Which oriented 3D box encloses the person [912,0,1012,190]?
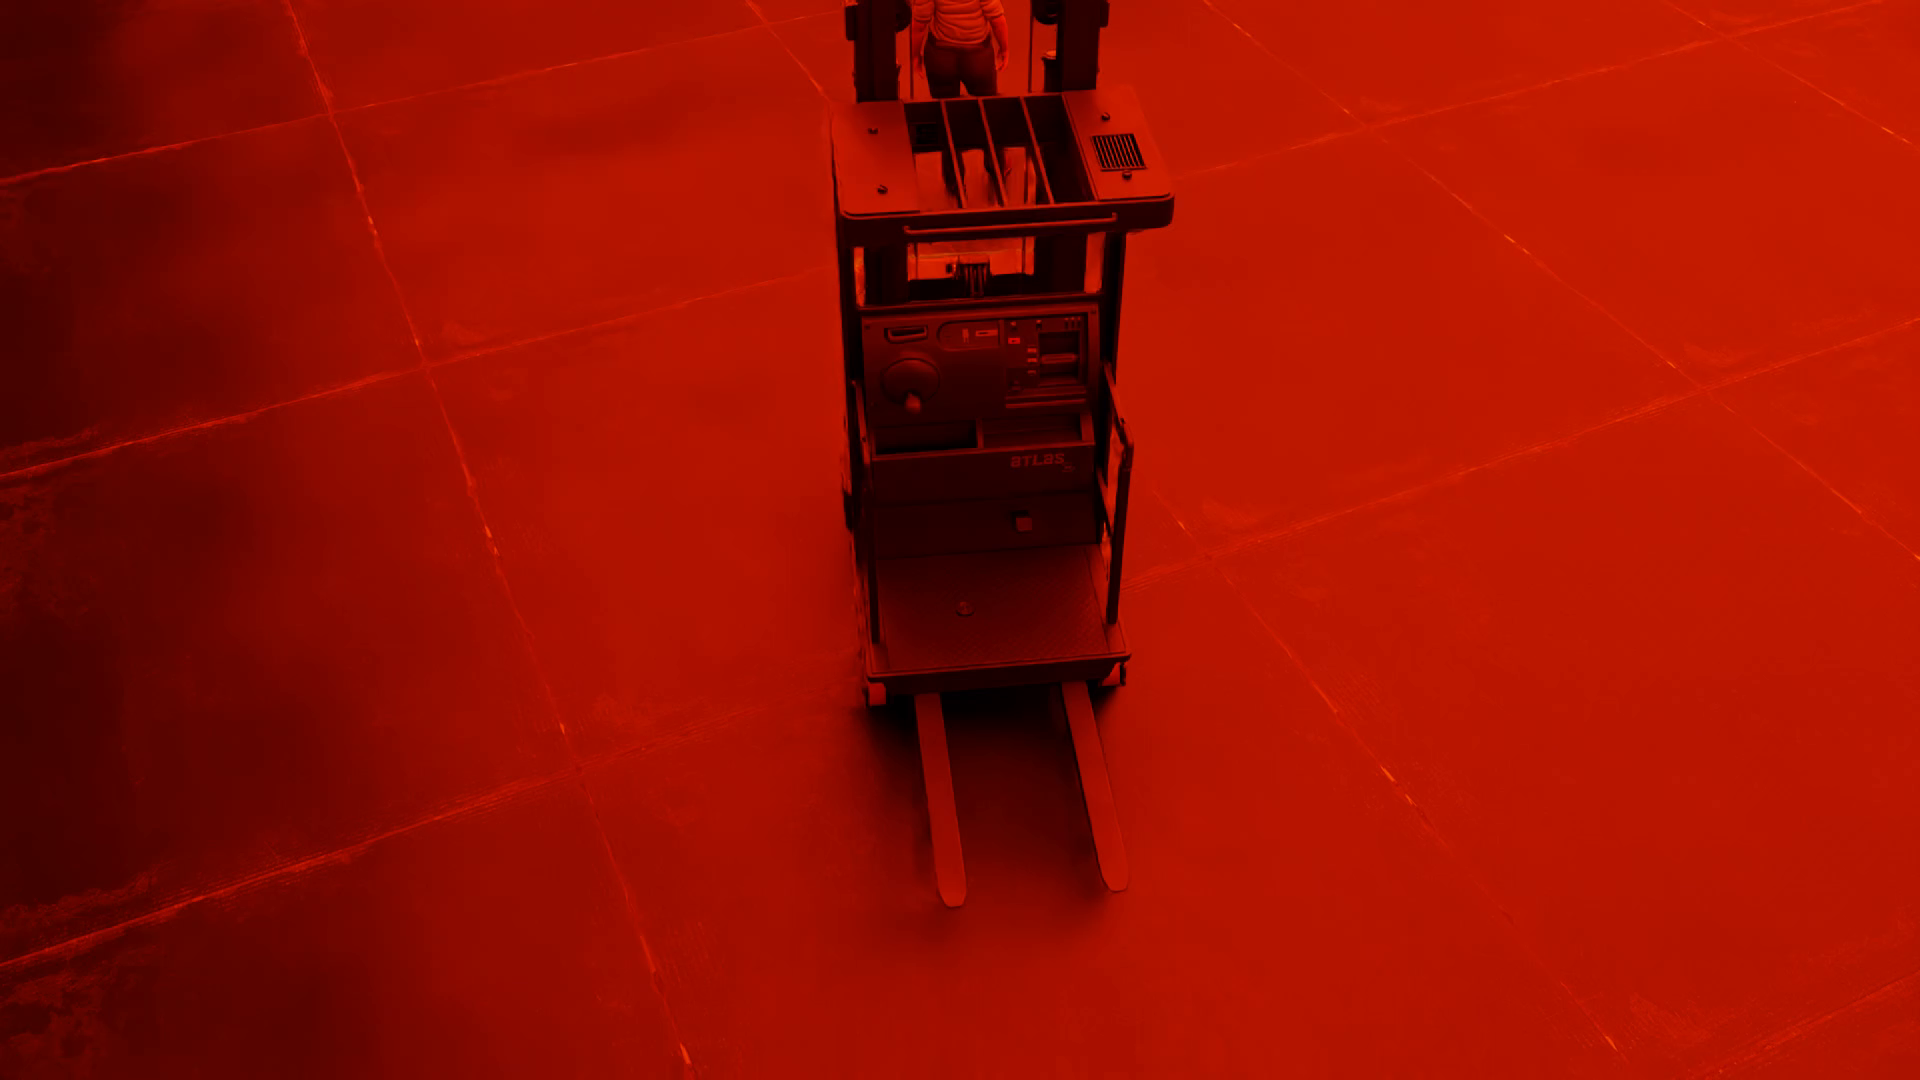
[{"bbox_3d":[0.018,-2.813,9.626,0.598,1.650,0.502,1,43,1],"label":"person"}]

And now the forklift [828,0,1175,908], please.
[{"bbox_3d":[0.110,-0.619,6.344,1.130,2.935,3.031,-4,43,-5],"label":"forklift"}]
